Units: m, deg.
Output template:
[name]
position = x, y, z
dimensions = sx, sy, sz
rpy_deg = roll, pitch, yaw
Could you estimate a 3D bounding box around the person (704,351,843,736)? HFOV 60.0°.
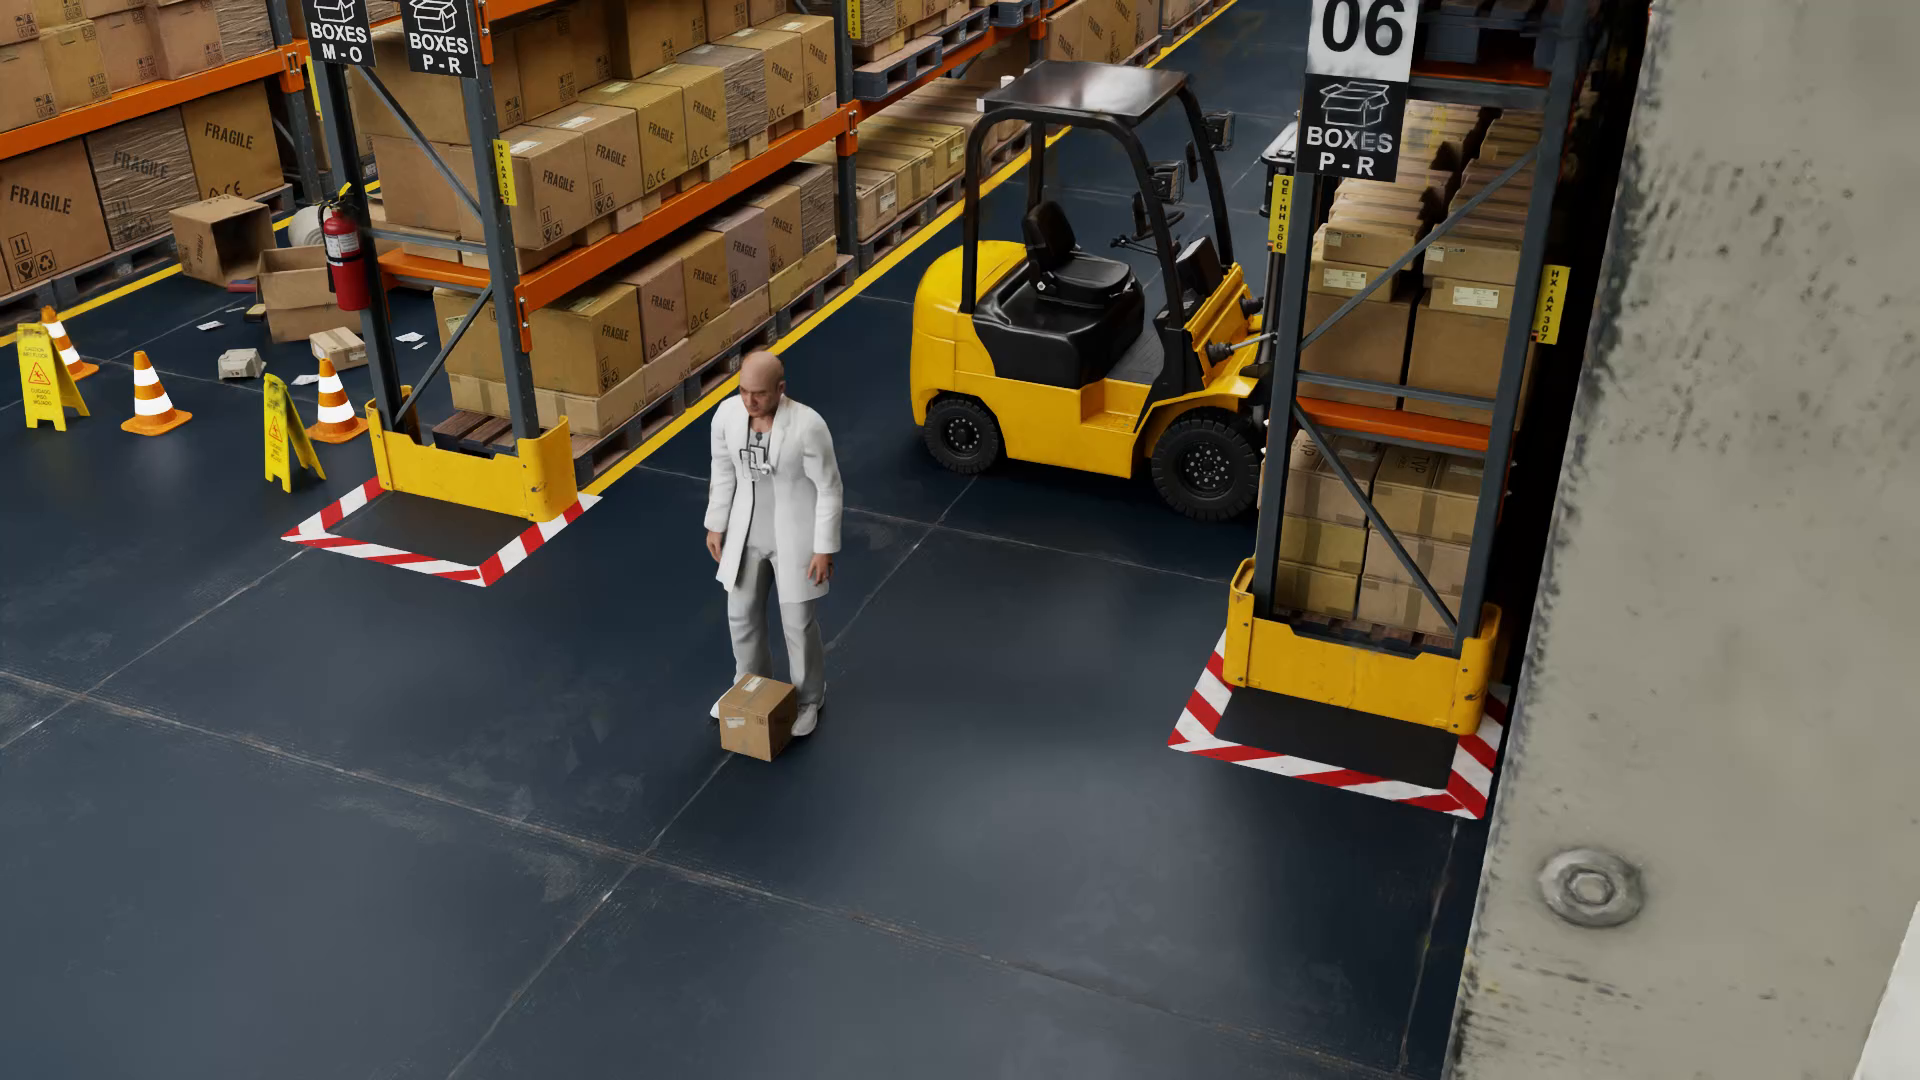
[person]
position = -0.801, 0.000, 7.142
dimensions = 0.642, 1.774, 0.421
rpy_deg = 11, 31, 19
